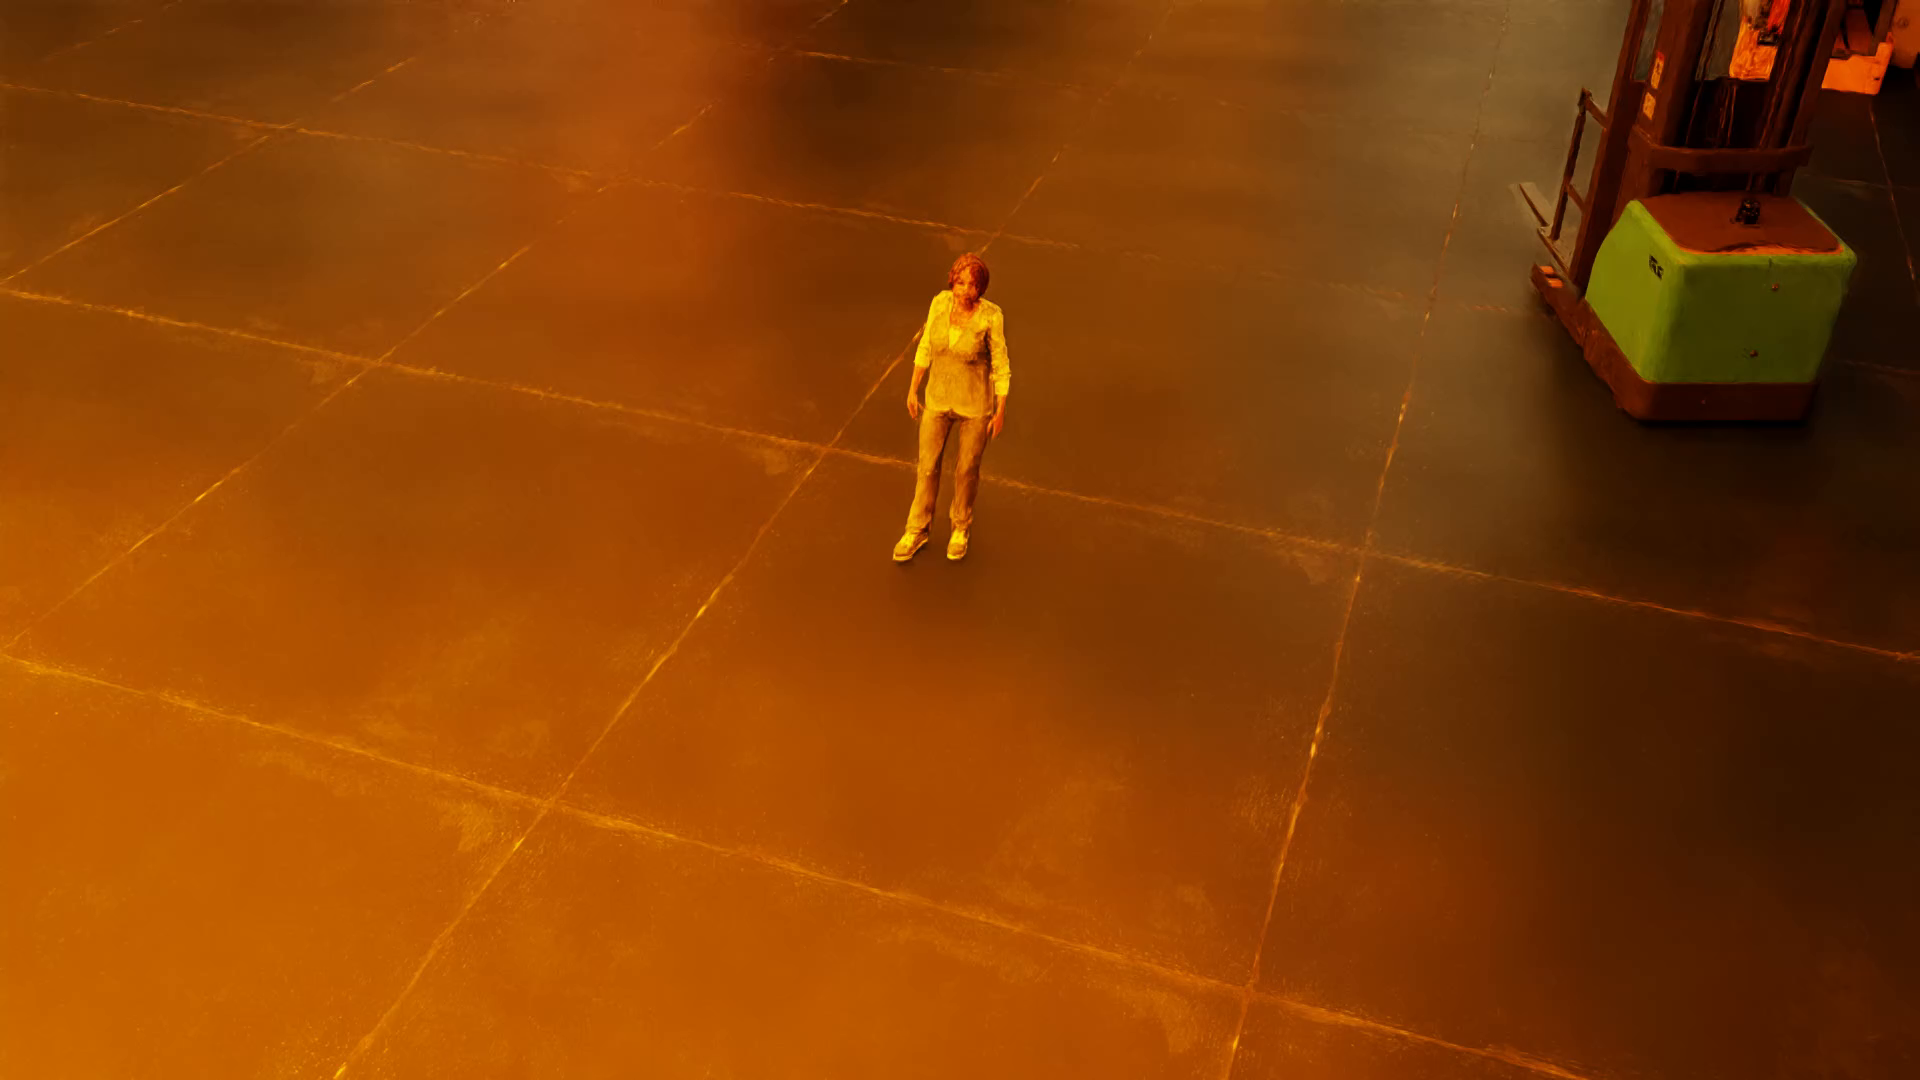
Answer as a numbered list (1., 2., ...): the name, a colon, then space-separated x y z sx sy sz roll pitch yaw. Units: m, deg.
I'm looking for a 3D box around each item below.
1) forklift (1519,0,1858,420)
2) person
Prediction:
1. forklift: 4.344 -2.698 9.916 1.130 2.935 3.031 0 35 0
2. person: -0.038 -0.620 8.126 0.521 1.597 0.474 12 37 16
